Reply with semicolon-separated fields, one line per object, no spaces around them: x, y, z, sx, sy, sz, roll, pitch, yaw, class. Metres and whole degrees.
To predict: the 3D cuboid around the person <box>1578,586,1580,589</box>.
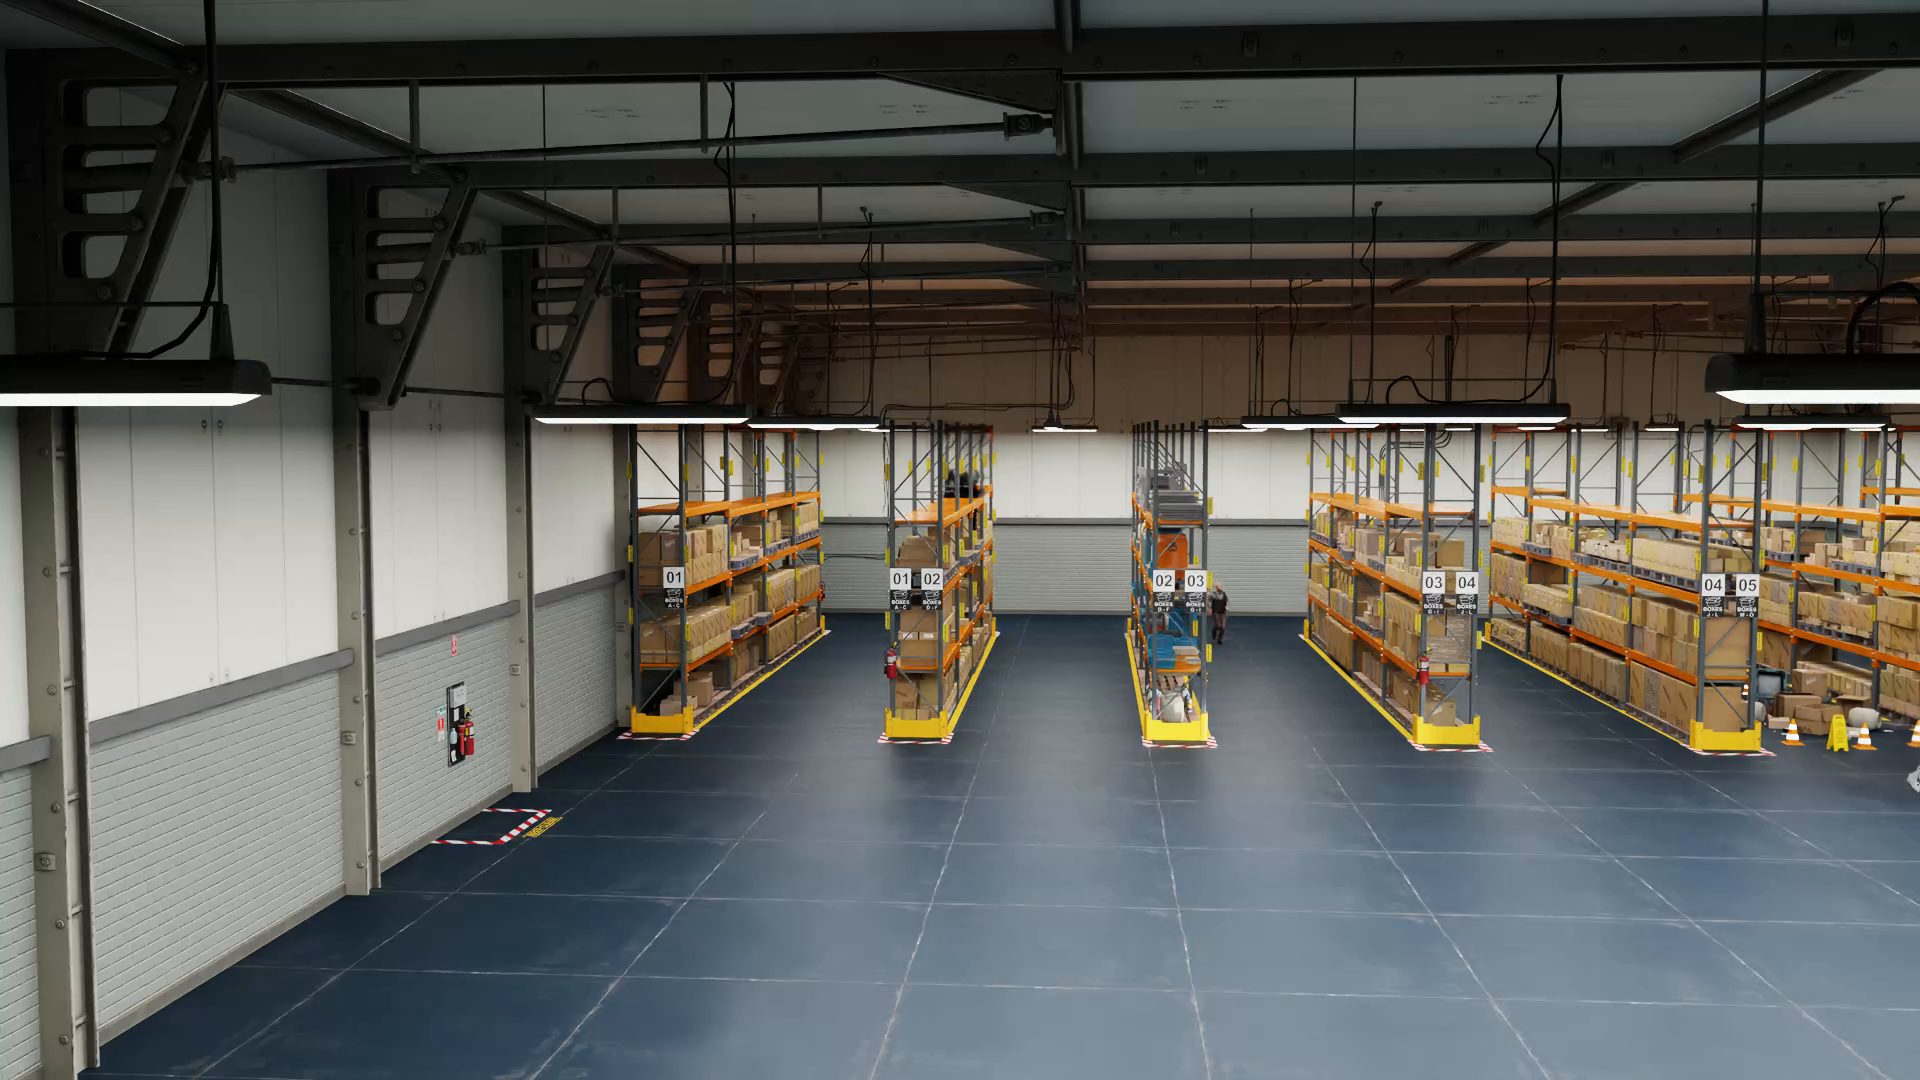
16.754;2.047;45.217;0.565;1.631;0.762;0;4;-2;person

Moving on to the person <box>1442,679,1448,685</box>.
11.281;2.443;38.622;0.581;1.715;1.084;0;4;4;person

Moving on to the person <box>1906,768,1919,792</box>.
15.370;3.213;26.042;0.689;1.793;0.970;-3;5;-40;person

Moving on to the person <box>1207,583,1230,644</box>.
7.093;2.014;45.467;0.657;1.679;0.569;-1;4;-10;person
